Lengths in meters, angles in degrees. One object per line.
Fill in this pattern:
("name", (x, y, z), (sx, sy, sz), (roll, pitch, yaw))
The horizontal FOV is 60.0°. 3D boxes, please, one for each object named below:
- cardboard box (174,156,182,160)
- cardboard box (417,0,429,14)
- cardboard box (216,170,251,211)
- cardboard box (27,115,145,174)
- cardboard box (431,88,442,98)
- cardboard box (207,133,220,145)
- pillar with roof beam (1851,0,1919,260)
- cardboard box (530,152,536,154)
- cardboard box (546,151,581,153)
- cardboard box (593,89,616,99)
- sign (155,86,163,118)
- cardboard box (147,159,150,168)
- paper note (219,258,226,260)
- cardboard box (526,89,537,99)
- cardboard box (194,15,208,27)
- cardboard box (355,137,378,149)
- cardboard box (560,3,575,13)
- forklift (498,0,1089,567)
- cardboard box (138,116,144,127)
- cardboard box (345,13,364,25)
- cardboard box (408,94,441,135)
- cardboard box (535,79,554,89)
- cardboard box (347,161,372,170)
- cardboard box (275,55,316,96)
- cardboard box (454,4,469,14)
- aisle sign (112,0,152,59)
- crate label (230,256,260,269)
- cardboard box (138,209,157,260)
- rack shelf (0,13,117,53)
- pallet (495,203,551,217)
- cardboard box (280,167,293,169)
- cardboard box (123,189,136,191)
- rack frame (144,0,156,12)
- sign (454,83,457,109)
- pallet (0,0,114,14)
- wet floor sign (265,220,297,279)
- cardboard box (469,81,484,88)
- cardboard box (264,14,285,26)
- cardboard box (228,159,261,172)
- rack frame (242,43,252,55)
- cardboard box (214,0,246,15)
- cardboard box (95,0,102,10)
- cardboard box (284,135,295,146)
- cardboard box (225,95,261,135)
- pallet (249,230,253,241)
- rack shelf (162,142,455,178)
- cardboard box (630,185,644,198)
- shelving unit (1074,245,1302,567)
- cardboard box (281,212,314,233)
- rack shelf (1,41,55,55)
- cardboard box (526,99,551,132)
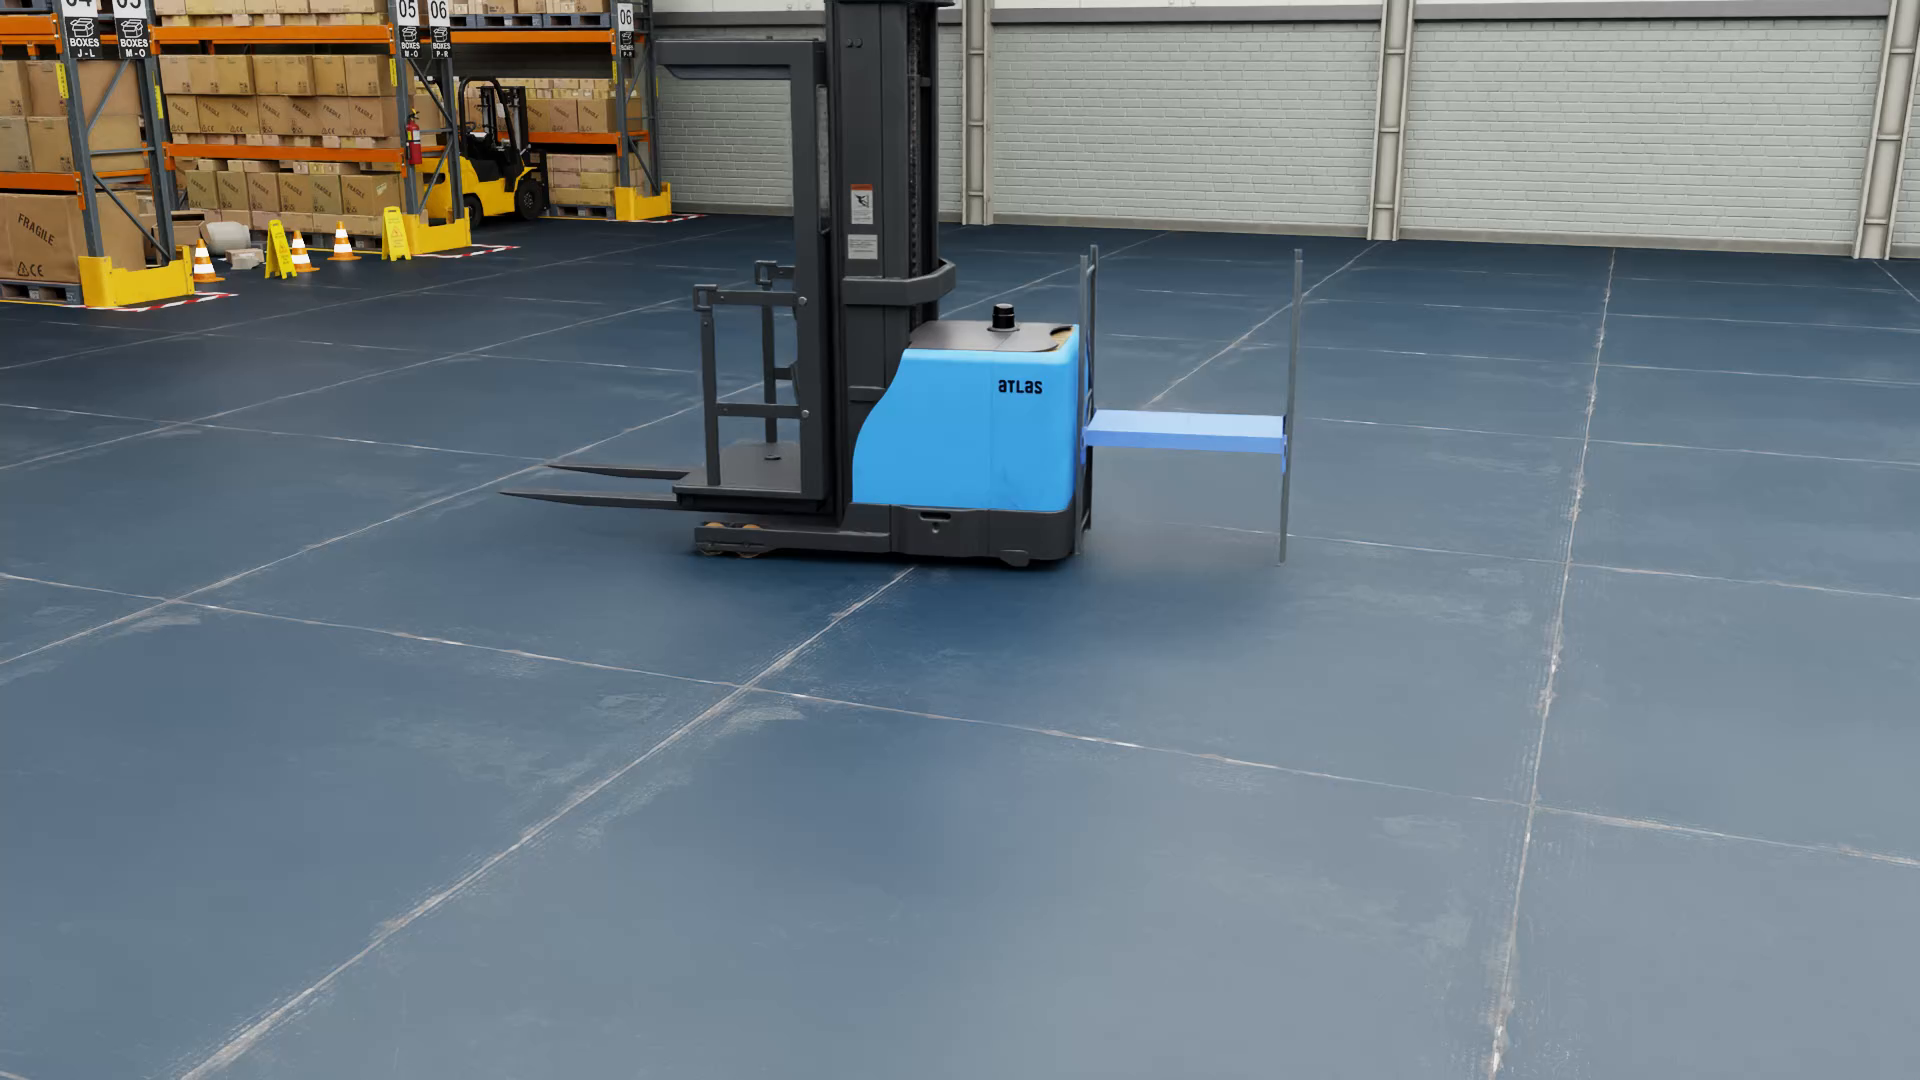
("cardboard box", (-13.482, -6.700, 28.938), (0.250, 0.149, 0.380), (6, 17, 19))
("cardboard box", (-7.181, -6.870, 21.312), (0.500, 0.250, 0.500), (6, 17, 20))
("cardboard box", (-9.580, -4.706, 22.338), (0.500, 0.500, 0.500), (7, 18, 23))
("cardboard box", (-8.895, -4.042, 16.947), (0.550, 0.550, 0.875), (6, 17, 21))
("cardboard box", (-8.273, -7.167, 26.639), (0.250, 0.149, 0.380), (7, 17, 22))
("cardboard box", (-9.844, -5.379, 22.273), (0.250, 0.149, 0.380), (6, 17, 20))
("pillar with roof beam", (9.855, -6.754, 15.797), (0.400, 9.000, 9.100), (6, 17, 21))
("cardboard box", (-6.955, -6.007, 26.369), (0.500, 0.250, 0.500), (6, 17, 20))
("cardboard box", (-6.298, -6.089, 26.654), (0.500, 0.250, 0.500), (6, 17, 20))
("cardboard box", (-5.419, -6.848, 25.539), (0.250, 0.149, 0.380), (7, 17, 21))
("sign", (-8.324, -4.541, 17.239), (0.005, 0.325, 0.100), (6, 17, 21))
("cardboard box", (-13.857, -6.439, 29.205), (0.500, 0.500, 0.500), (7, 18, 23))
("paper note", (-9.156, -3.513, 20.739), (0.142, 0.019, 0.148), (14, 21, 40))
("cardboard box", (-6.621, -6.973, 25.969), (0.250, 0.149, 0.380), (6, 17, 21))
("cardboard box", (-9.838, -6.833, 21.902), (0.250, 0.149, 0.380), (6, 17, 21))
("cardboard box", (-7.514, -5.097, 21.301), (0.250, 0.149, 0.380), (6, 17, 20))
("cardboard box", (-5.875, -8.101, 25.336), (0.250, 0.149, 0.380), (6, 17, 19))
("forklift", (-0.879, -1.457, 8.436), (3.031, 2.935, 1.130), (3, 16, 10))
("cardboard box", (-11.112, -5.709, 22.656), (0.250, 0.149, 0.380), (7, 17, 21))
("cardboard box", (-7.489, -6.539, 20.886), (0.250, 0.149, 0.380), (6, 17, 21))
("cardboard box", (-7.150, -5.549, 21.695), (0.500, 0.500, 0.500), (6, 17, 20))
("cardboard box", (-6.385, -7.089, 25.837), (0.250, 0.149, 0.380), (7, 18, 22))
("cardboard box", (-9.923, -6.128, 27.907), (0.625, 0.625, 0.875), (6, 17, 20))
("cardboard box", (-8.347, -5.984, 21.398), (0.500, 0.500, 0.700), (6, 17, 20))
("cardboard box", (-7.693, -8.301, 26.025), (0.250, 0.149, 0.380), (7, 18, 22))
("aisle sign", (-8.357, -5.263, 16.758), (0.004, 0.787, 0.394), (6, 17, 21))
("crate label", (-8.529, -3.314, 19.844), (0.298, 0.136, 0.250), (-2, 16, -8))
("cardboard box", (-10.247, -3.721, 20.344), (0.503, 0.637, 0.797), (6, 17, 21))
("rack shelf", (-10.394, -5.243, 17.264), (4.000, 0.370, 1.077), (6, 17, 21))
("pallet", (-6.851, -5.379, 26.823), (1.213, 0.211, 1.003), (6, 17, 21))
("cardboard box", (-9.409, -4.846, 22.819), (0.500, 0.500, 0.500), (7, 17, 22))
("cardboard box", (-12.338, -4.783, 23.729), (0.625, 0.372, 0.950), (7, 18, 22))
("rack frame", (-10.532, -8.528, 21.908), (0.127, 3.000, 1.000), (6, 17, 21))
("sign", (-6.612, -5.794, 21.699), (0.005, 0.325, 0.100), (6, 17, 21))
("pallet", (-9.227, -5.415, 16.724), (1.213, 0.211, 1.003), (6, 17, 21))
("wet floor sign", (-7.780, -3.324, 18.964), (0.232, 0.644, 0.267), (3, 17, 11))
("cardboard box", (-7.557, -7.228, 26.314), (0.250, 0.149, 0.380), (6, 17, 20))
("cardboard box", (-8.691, -6.667, 21.329), (0.250, 0.149, 0.380), (6, 17, 20))
("cardboard box", (-9.509, -4.989, 22.148), (0.250, 0.149, 0.380), (7, 18, 23))
("rack frame", (-12.435, -7.344, 28.590), (0.127, 3.000, 1.000), (6, 17, 21))
("cardboard box", (-9.279, -6.937, 21.545), (0.500, 0.250, 0.500), (6, 17, 21))
("cardboard box", (-11.597, -7.292, 22.548), (0.500, 0.250, 0.500), (7, 17, 21))
("cardboard box", (-8.652, -5.261, 21.867), (0.250, 0.149, 0.380), (6, 17, 21))
("cardboard box", (-9.287, -5.620, 21.941), (0.500, 0.500, 0.500), (6, 17, 20))
("pallet", (-9.894, -4.248, 22.928), (1.213, 0.211, 1.003), (6, 17, 21))
("rack shelf", (-8.672, -5.097, 22.140), (4.000, 0.370, 1.077), (6, 17, 21))
("cardboard box", (-5.378, -5.508, 26.444), (0.500, 0.250, 0.500), (6, 17, 21))
("shelving unit", (1.138, -0.684, 8.340), (1.048, 1.500, 0.538), (3, 16, 10))
("cardboard box", (-8.630, -4.239, 22.074), (0.500, 0.250, 0.500), (6, 17, 19))
("rack shelf", (-18.017, -9.053, 30.386), (4.000, 0.370, 1.077), (6, 17, 21))
("cardboard box", (-6.503, -6.664, 26.067), (0.500, 0.500, 0.500), (6, 17, 20))
